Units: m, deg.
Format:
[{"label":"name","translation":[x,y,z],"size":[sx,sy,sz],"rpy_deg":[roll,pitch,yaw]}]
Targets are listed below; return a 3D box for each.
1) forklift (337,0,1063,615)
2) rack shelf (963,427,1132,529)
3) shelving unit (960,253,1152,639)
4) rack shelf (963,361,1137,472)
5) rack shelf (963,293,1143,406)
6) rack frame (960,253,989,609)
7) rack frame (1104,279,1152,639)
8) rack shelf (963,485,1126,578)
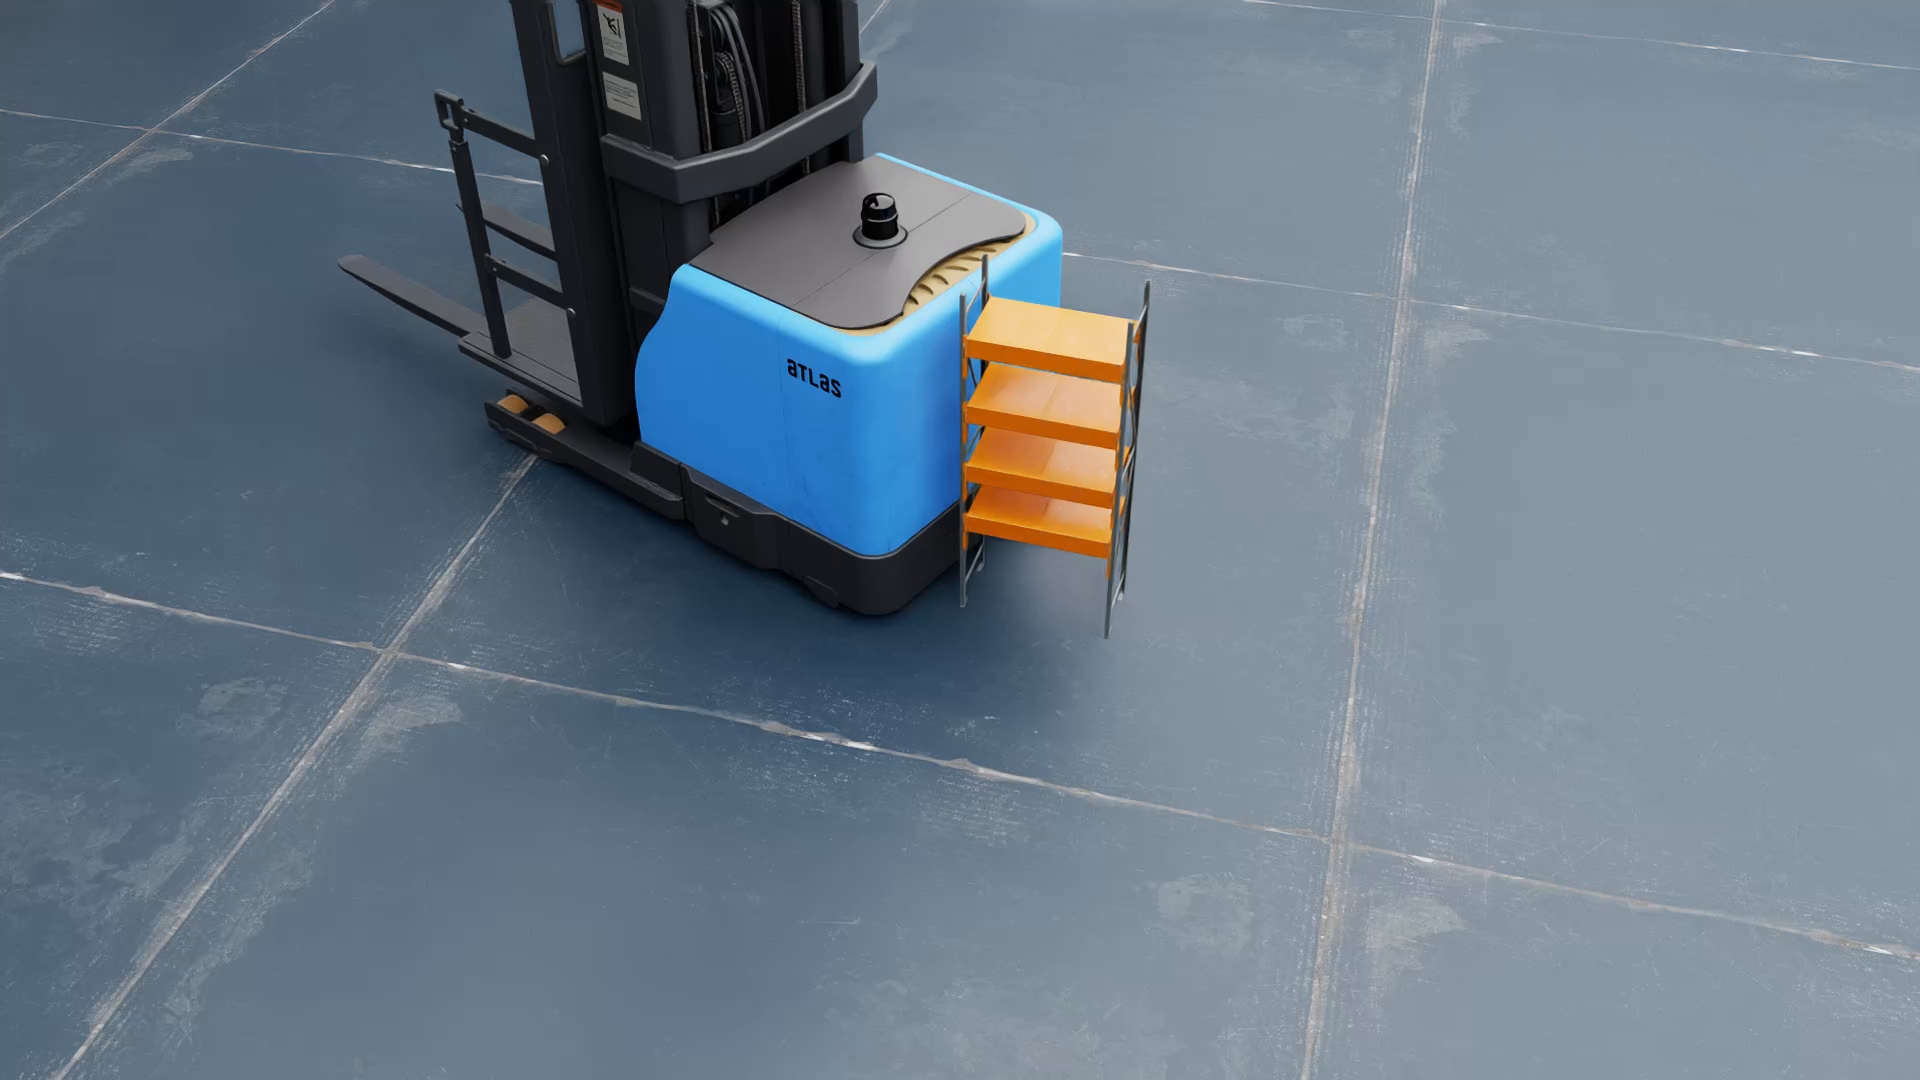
[{"label":"forklift","translation":[-1.131,-1.659,5.447],"size":[3.031,2.935,1.130],"rpy_deg":[26,47,28]},{"label":"rack shelf","translation":[0.274,-0.210,5.171],"size":[0.480,0.148,0.258],"rpy_deg":[11,41,13]},{"label":"shelving unit","translation":[0.274,-0.261,5.128],"size":[0.503,1.200,0.258],"rpy_deg":[11,41,13]},{"label":"rack shelf","translation":[0.274,-0.381,5.027],"size":[0.480,0.148,0.258],"rpy_deg":[11,41,13]},{"label":"rack shelf","translation":[0.274,-0.562,4.875],"size":[0.480,0.148,0.258],"rpy_deg":[11,41,13]},{"label":"rack frame","translation":[0.041,-0.308,5.184],"size":[0.015,1.200,0.240],"rpy_deg":[11,41,13]},{"label":"rack frame","translation":[0.507,-0.214,5.072],"size":[0.015,1.200,0.240],"rpy_deg":[11,41,13]},{"label":"rack shelf","translation":[0.274,-0.058,5.299],"size":[0.480,0.148,0.258],"rpy_deg":[11,41,13]}]
